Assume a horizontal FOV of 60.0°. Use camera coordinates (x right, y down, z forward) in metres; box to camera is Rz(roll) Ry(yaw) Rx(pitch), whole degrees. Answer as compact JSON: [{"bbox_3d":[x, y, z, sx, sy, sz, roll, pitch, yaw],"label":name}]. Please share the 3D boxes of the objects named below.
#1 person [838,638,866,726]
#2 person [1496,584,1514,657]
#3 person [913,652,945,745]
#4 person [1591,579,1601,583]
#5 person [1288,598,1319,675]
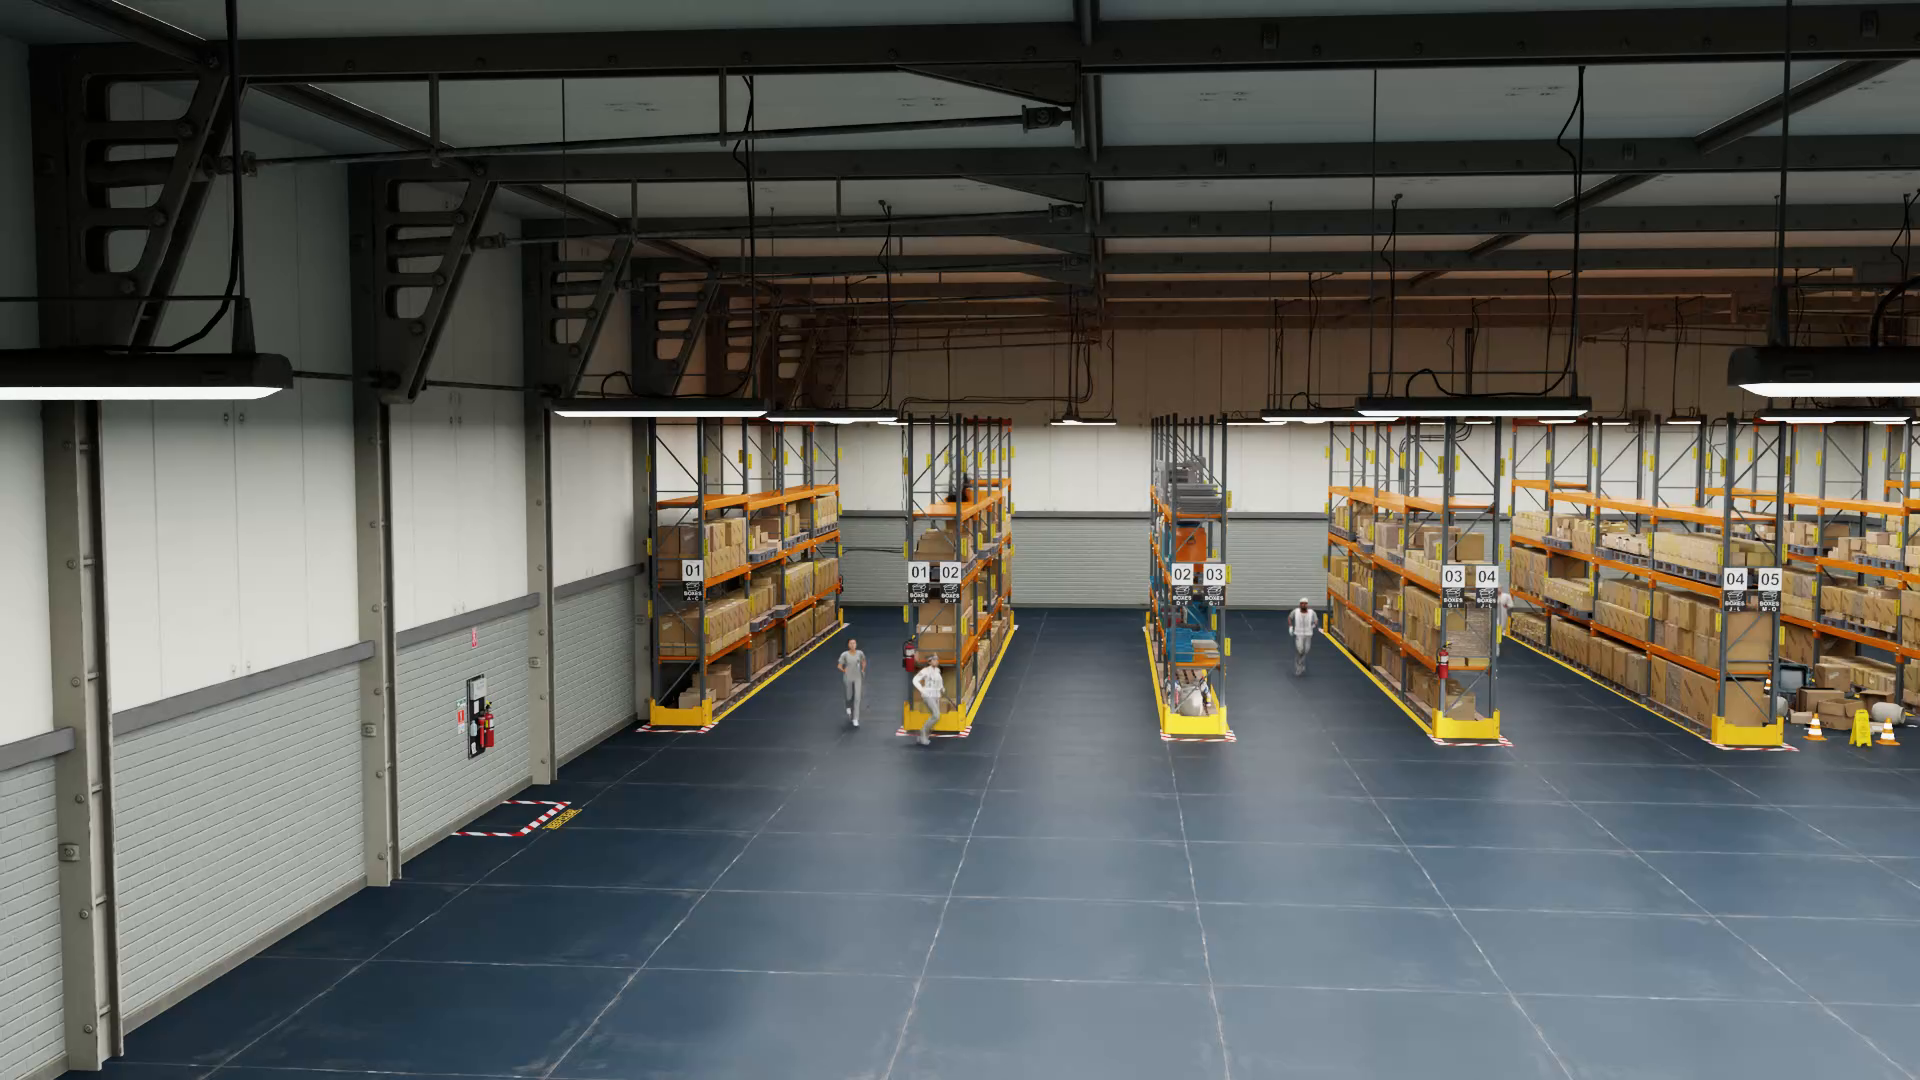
[{"bbox_3d":[-2.088,2.719,32.279,0.574,1.666,0.927,-1,4,-11],"label":"person"},{"bbox_3d":[13.630,2.014,41.998,0.673,1.839,0.913,1,4,11],"label":"person"},{"bbox_3d":[-0.501,2.859,30.091,0.541,1.669,0.651,3,5,38],"label":"person"},{"bbox_3d":[18.111,1.756,47.172,0.975,1.705,0.556,0,4,0],"label":"person"},{"bbox_3d":[7.997,2.247,38.661,0.666,1.821,0.748,0,4,1],"label":"person"}]
